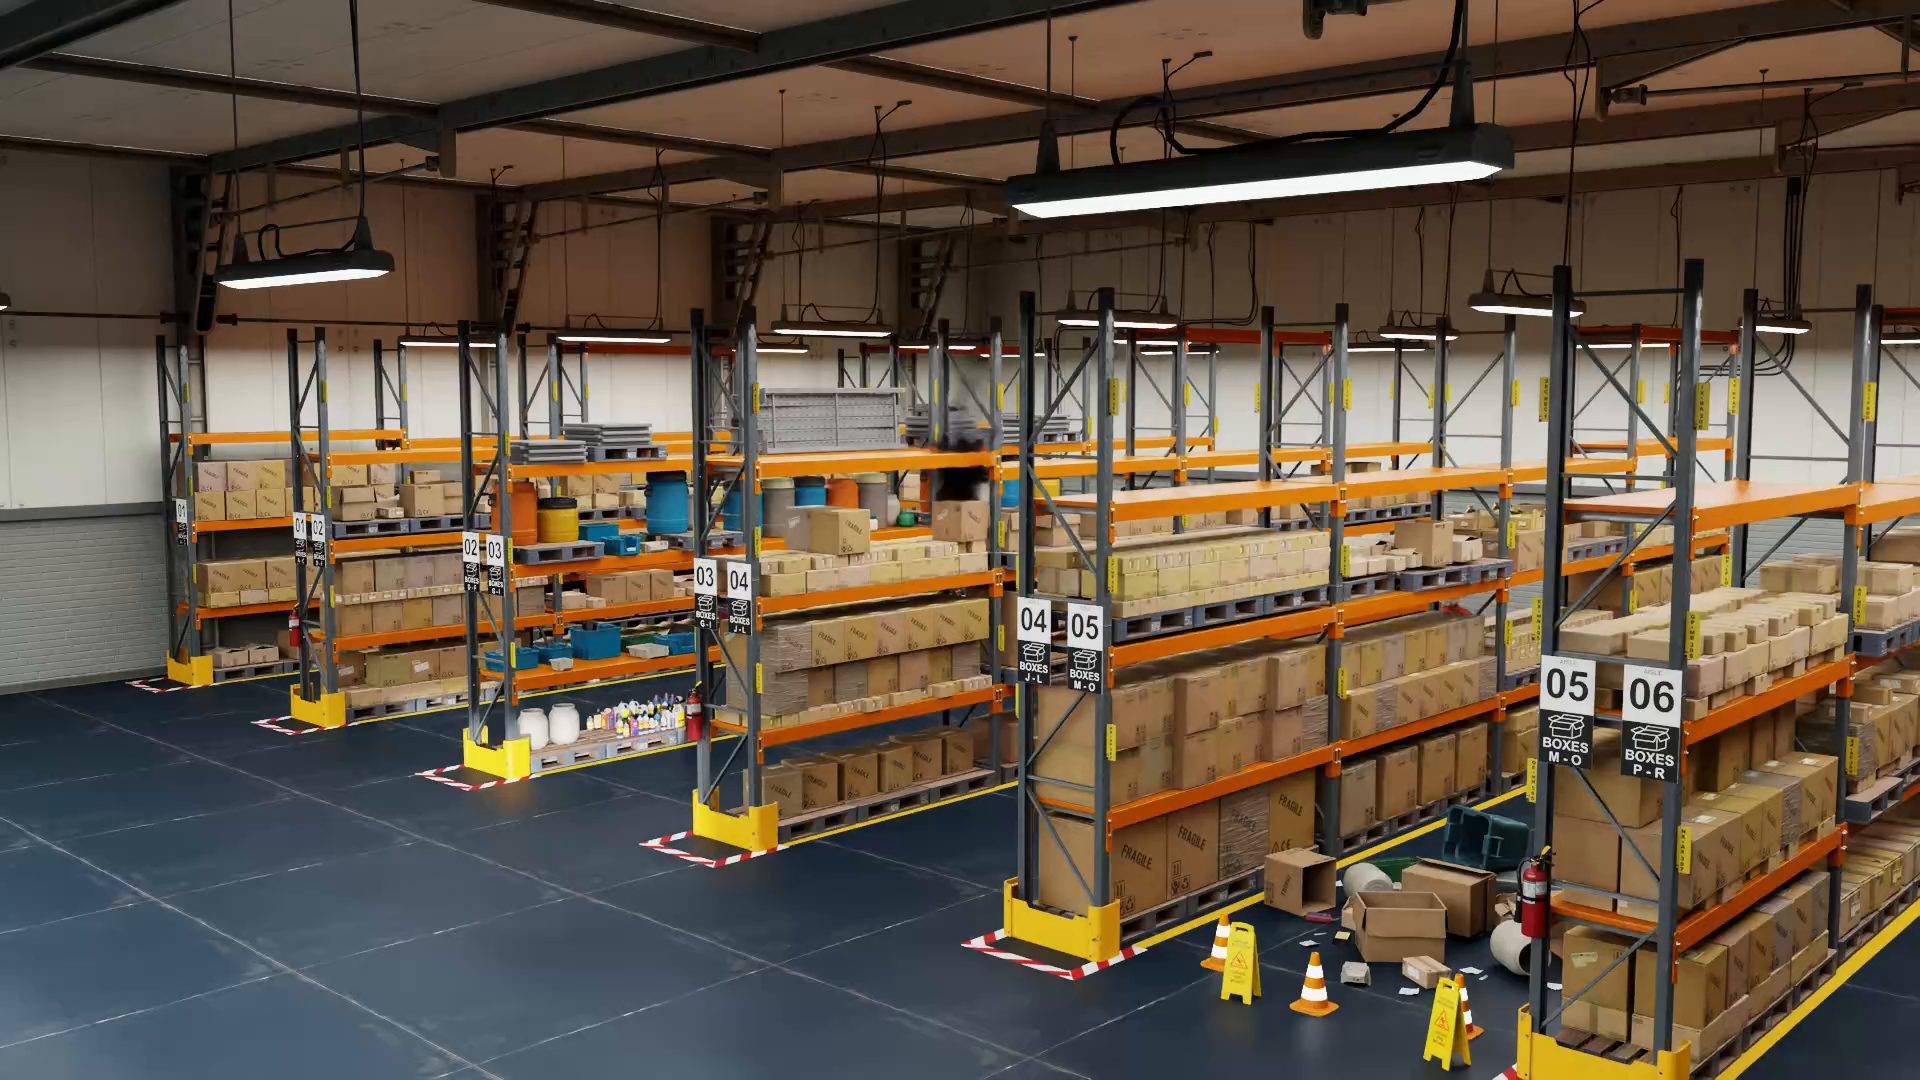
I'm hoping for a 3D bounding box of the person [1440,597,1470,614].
[{"bbox_3d":[8.144,1.739,27.572,0.632,1.757,0.731,4,7,34],"label":"person"}]
